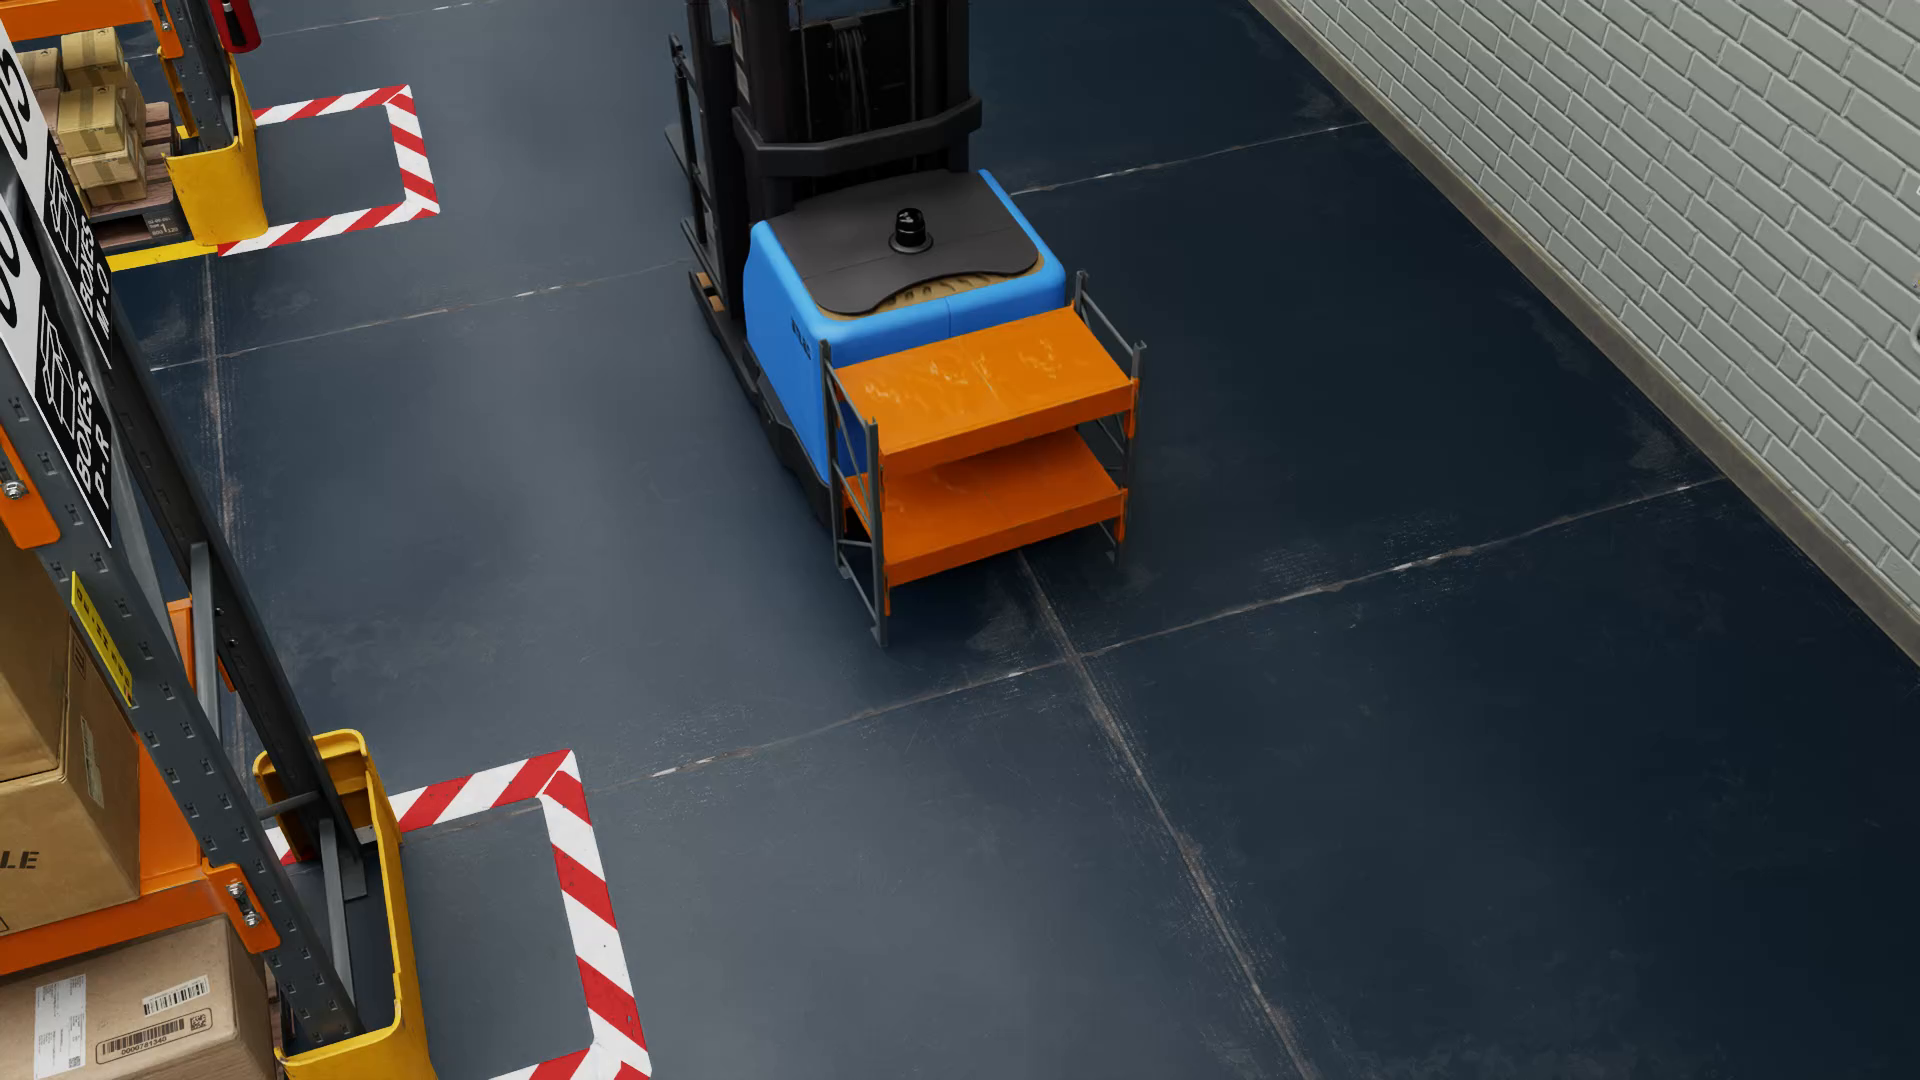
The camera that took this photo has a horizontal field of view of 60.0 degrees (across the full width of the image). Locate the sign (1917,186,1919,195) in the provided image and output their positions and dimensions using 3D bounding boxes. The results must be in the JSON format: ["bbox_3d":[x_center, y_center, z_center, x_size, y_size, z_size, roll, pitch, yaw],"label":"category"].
[{"bbox_3d":[3.392,-1.179,5.617,0.001,0.218,0.327,-14,47,-14],"label":"sign"}]

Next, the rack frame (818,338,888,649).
[{"bbox_3d":[-0.387,-0.149,6.105,0.032,1.125,0.500,-17,48,-16],"label":"rack frame"}]

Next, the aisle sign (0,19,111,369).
[{"bbox_3d":[-1.976,-0.794,3.588,0.004,0.787,0.394,-14,47,-14],"label":"aisle sign"}]

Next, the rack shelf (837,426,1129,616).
[{"bbox_3d":[0.079,-0.121,6.421,1.000,0.278,0.538,-17,48,-16],"label":"rack shelf"}]

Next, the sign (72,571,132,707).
[{"bbox_3d":[-1.774,0.207,3.441,0.005,0.325,0.100,-14,47,-14],"label":"sign"}]

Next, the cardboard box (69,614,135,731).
[{"bbox_3d":[-2.494,0.223,4.339,0.500,0.500,0.500,-15,47,-14],"label":"cardboard box"}]

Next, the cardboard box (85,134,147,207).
[{"bbox_3d":[-4.145,-1.815,8.158,0.250,0.149,0.380,-14,47,-13],"label":"cardboard box"}]

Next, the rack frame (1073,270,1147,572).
[{"bbox_3d":[0.545,-0.437,6.391,0.032,1.125,0.500,-17,48,-16],"label":"rack frame"}]

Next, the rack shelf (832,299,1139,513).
[{"bbox_3d":[0.079,-0.500,6.041,1.000,0.278,0.538,-17,48,-16],"label":"rack shelf"}]

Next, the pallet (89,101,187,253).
[{"bbox_3d":[-4.568,-1.765,8.360,1.213,0.211,1.003,-14,47,-14],"label":"pallet"}]

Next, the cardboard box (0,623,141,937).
[{"bbox_3d":[-2.309,0.591,3.972,0.500,0.500,0.500,-14,47,-14],"label":"cardboard box"}]

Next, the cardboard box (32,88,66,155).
[{"bbox_3d":[-4.388,-1.973,7.895,0.250,0.149,0.380,-13,47,-13],"label":"cardboard box"}]

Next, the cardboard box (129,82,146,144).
[{"bbox_3d":[-4.322,-2.168,8.509,0.250,0.149,0.380,-13,47,-13],"label":"cardboard box"}]

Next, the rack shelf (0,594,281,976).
[{"bbox_3d":[-3.826,1.069,4.074,4.000,0.370,1.077,-14,47,-14],"label":"rack shelf"}]

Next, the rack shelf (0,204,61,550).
[{"bbox_3d":[-3.826,0.010,3.012,4.000,0.370,1.077,-14,47,-14],"label":"rack shelf"}]

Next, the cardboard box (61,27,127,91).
[{"bbox_3d":[-4.329,-2.391,8.312,0.250,0.149,0.380,-16,47,-16],"label":"cardboard box"}]

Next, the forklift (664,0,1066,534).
[{"bbox_3d":[-0.621,-2.115,6.789,1.130,2.935,3.031,-17,47,-16],"label":"forklift"}]

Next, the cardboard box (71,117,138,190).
[{"bbox_3d":[-4.120,-1.869,8.001,0.250,0.149,0.380,-16,47,-15],"label":"cardboard box"}]

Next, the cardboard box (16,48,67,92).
[{"bbox_3d":[-4.547,-2.245,8.166,0.250,0.149,0.380,-14,47,-13],"label":"cardboard box"}]

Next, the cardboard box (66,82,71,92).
[{"bbox_3d":[-4.577,-2.203,8.334,0.250,0.149,0.380,-15,47,-14],"label":"cardboard box"}]

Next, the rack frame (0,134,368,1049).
[{"bbox_3d":[-1.945,0.334,4.299,0.127,3.000,1.000,-14,47,-14],"label":"rack frame"}]

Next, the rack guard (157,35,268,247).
[{"bbox_3d":[-3.792,-2.038,8.429,0.348,0.500,1.175,-14,47,-14],"label":"rack guard"}]

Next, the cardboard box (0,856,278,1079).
[{"bbox_3d":[-2.532,1.316,4.833,0.875,0.438,0.875,-16,47,-15],"label":"cardboard box"}]

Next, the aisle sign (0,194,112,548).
[{"bbox_3d":[-1.772,-0.394,3.190,0.004,0.787,0.394,-14,47,-14],"label":"aisle sign"}]

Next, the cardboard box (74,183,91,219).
[{"bbox_3d":[-4.352,-1.686,8.029,0.250,0.149,0.380,-13,47,-13],"label":"cardboard box"}]

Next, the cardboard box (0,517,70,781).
[{"bbox_3d":[-2.317,0.221,3.636,0.500,0.500,0.500,-13,47,-13],"label":"cardboard box"}]

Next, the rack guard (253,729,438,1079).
[{"bbox_3d":[-1.922,1.211,5.190,0.348,0.500,1.175,-14,47,-14],"label":"rack guard"}]

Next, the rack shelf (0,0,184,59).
[{"bbox_3d":[-5.602,-2.204,7.337,4.000,0.370,1.077,-14,47,-14],"label":"rack shelf"}]

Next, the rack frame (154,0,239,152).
[{"bbox_3d":[-3.721,-2.939,7.562,0.127,3.000,1.000,-14,47,-14],"label":"rack frame"}]

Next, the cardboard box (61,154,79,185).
[{"bbox_3d":[-4.384,-1.842,7.974,0.250,0.149,0.380,-15,47,-15],"label":"cardboard box"}]

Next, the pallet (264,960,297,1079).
[{"bbox_3d":[-2.670,1.563,5.043,1.213,0.211,1.003,-14,47,-14],"label":"pallet"}]

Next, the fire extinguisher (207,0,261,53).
[{"bbox_3d":[-3.327,-2.533,7.475,0.183,0.674,0.296,-14,47,-14],"label":"fire extinguisher"}]

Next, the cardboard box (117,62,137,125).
[{"bbox_3d":[-4.301,-2.231,8.362,0.250,0.149,0.380,-13,46,-12],"label":"cardboard box"}]

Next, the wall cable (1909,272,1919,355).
[{"bbox_3d":[3.351,-1.407,5.295,0.123,1.953,0.585,-14,47,-14],"label":"wall cable"}]

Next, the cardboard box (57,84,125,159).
[{"bbox_3d":[-4.132,-1.995,7.917,0.250,0.149,0.380,-14,47,-13],"label":"cardboard box"}]

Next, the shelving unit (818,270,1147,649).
[{"bbox_3d":[0.079,-0.293,6.248,1.048,1.125,0.538,-17,48,-16],"label":"shelving unit"}]
